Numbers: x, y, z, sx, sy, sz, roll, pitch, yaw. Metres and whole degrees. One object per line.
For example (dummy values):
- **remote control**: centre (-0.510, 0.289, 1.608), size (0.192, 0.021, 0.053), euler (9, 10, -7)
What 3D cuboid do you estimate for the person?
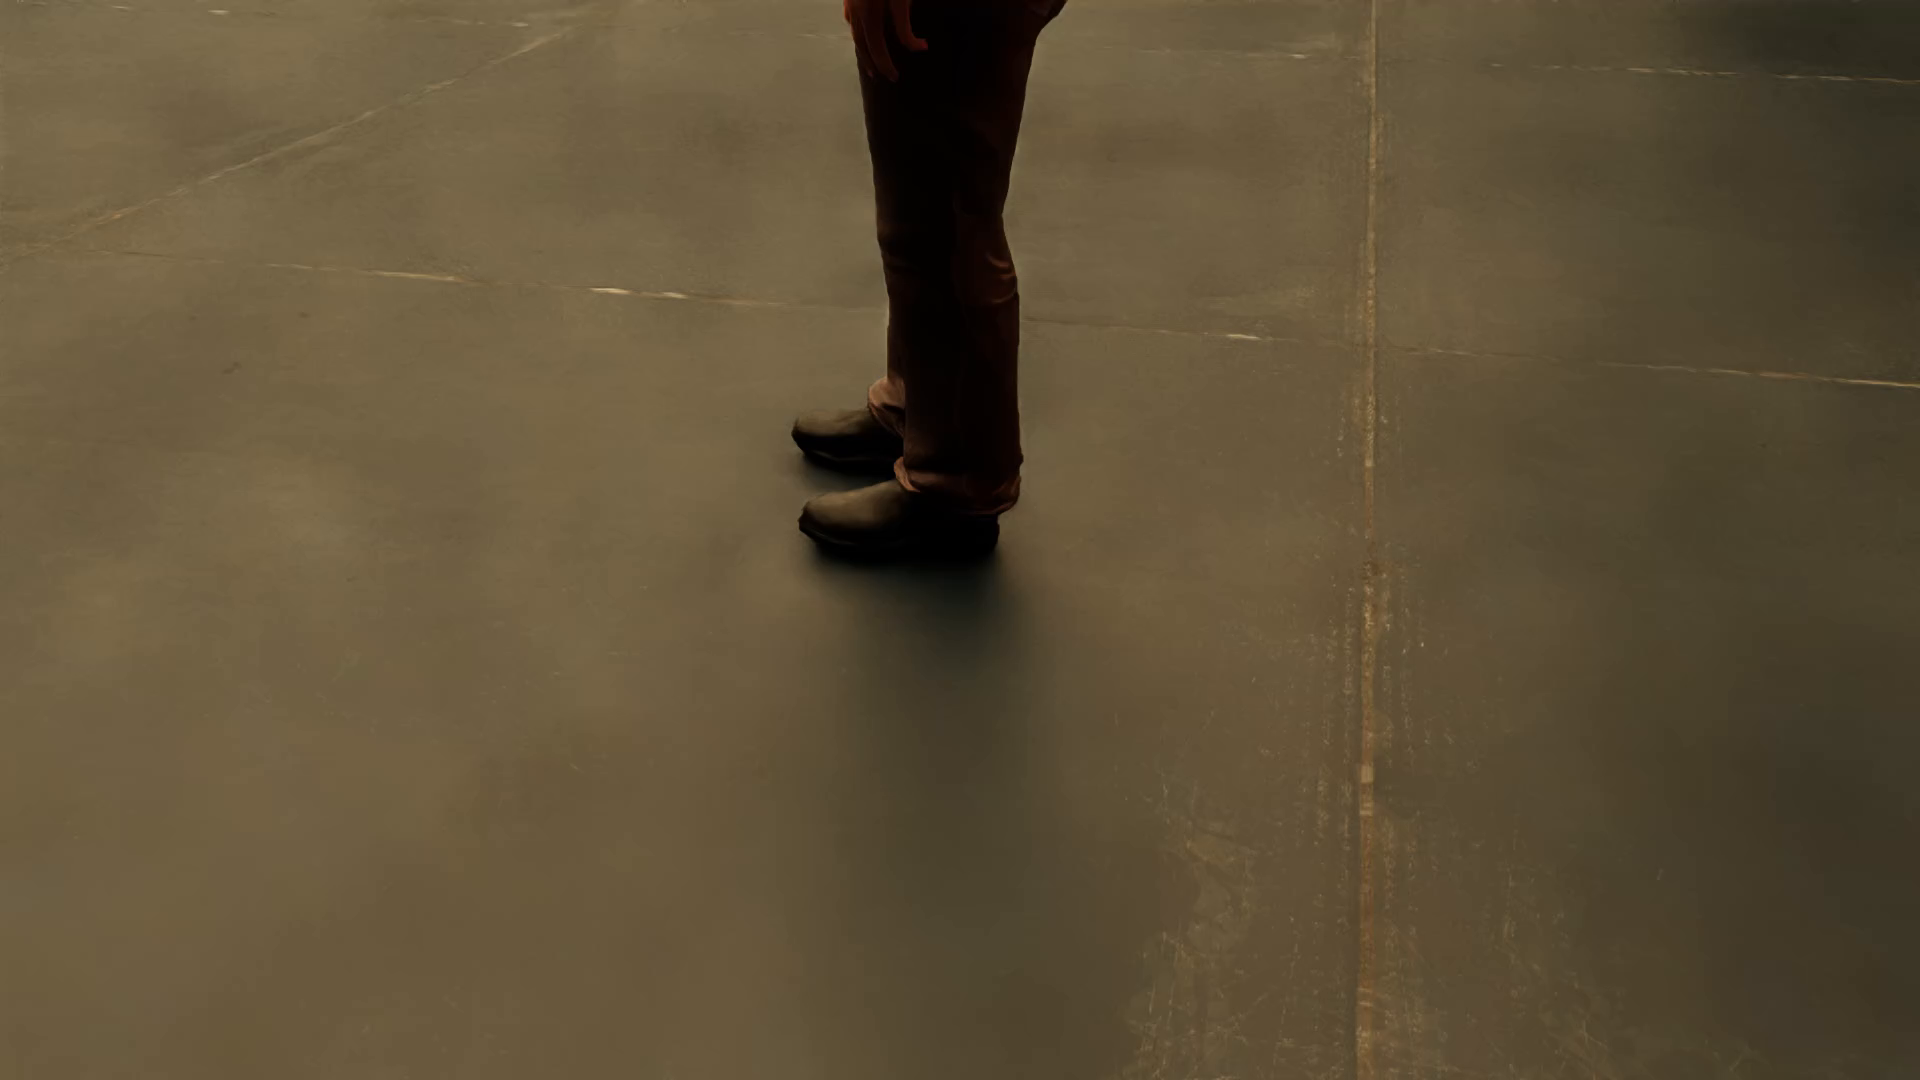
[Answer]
- **person**: centre (-0.059, -0.785, 2.128), size (0.567, 1.720, 0.632), euler (6, 27, 11)
